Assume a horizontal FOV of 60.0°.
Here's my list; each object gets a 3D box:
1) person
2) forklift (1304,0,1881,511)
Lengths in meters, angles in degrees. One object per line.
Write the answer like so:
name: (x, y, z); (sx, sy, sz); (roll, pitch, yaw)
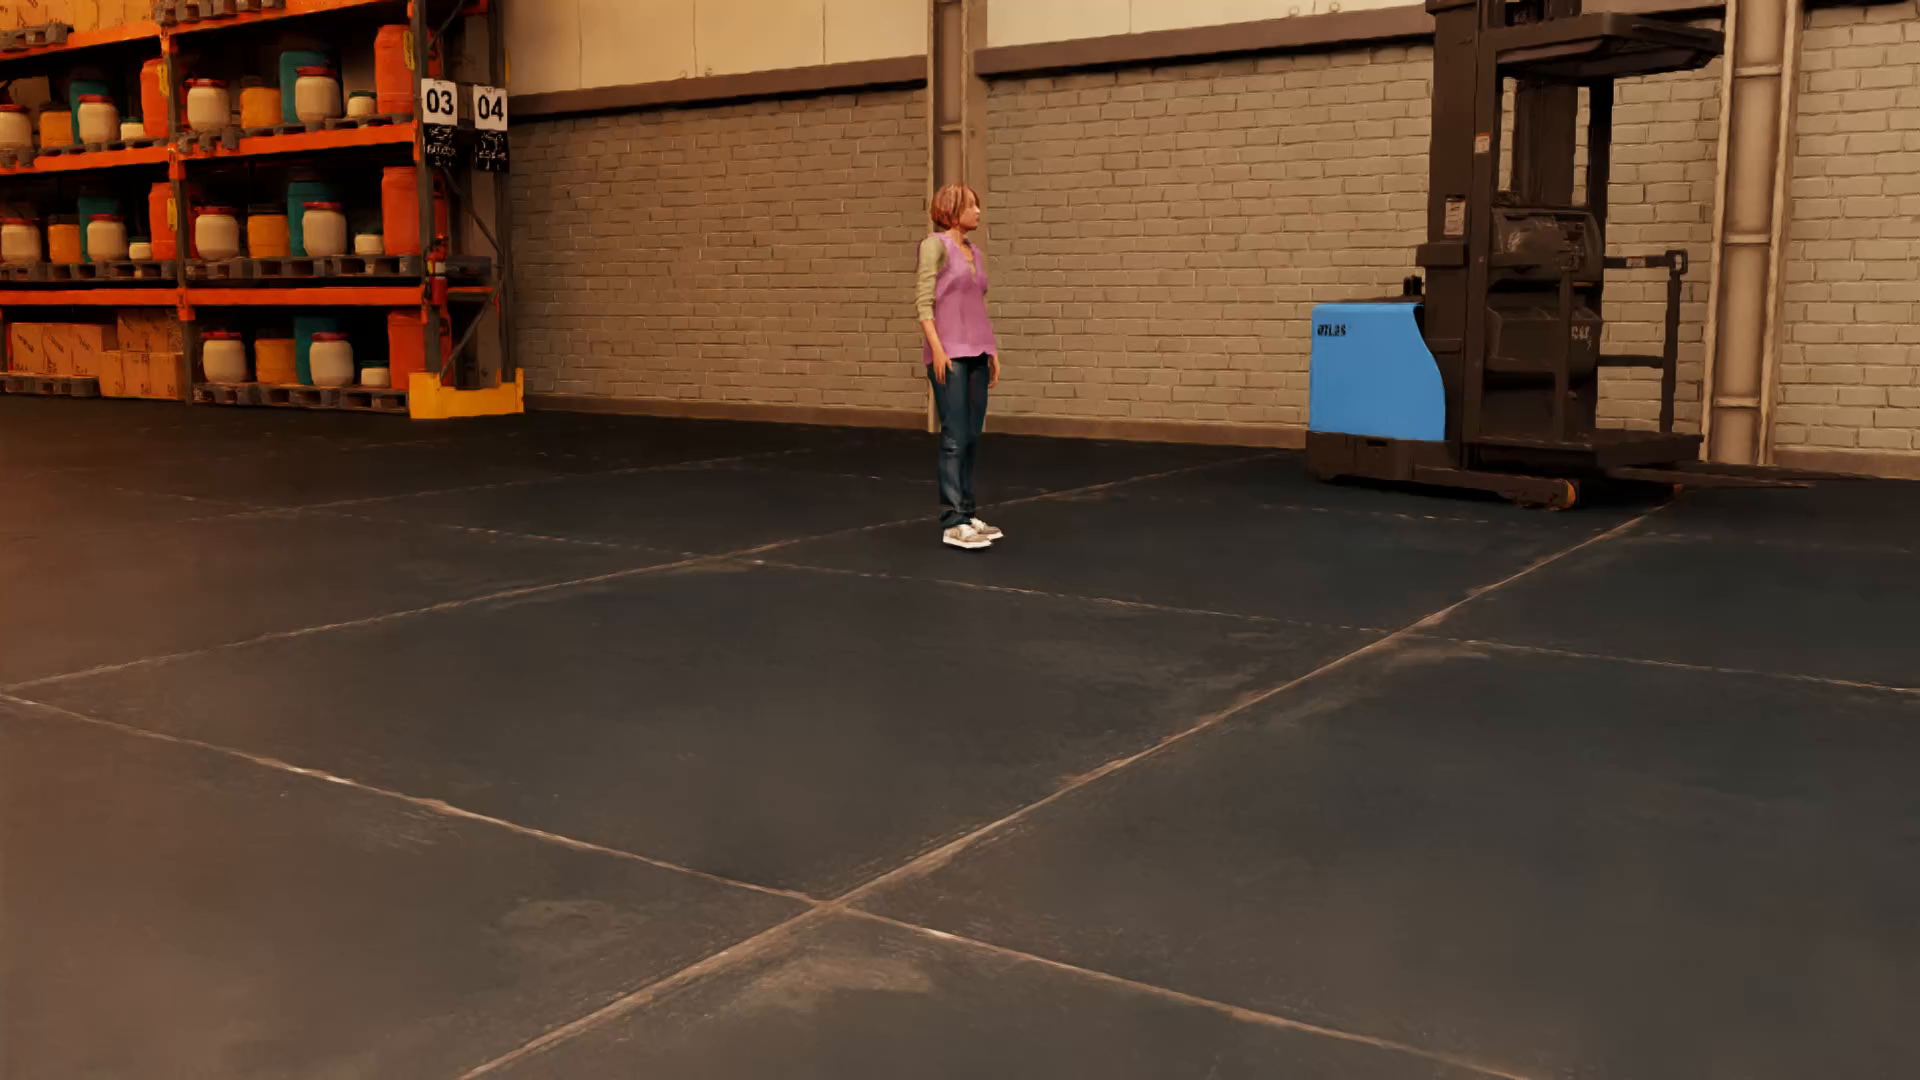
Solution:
person: (0.054, -0.790, 7.438); (0.474, 1.597, 0.520); (5, 10, 34)
forklift: (3.364, -1.680, 9.006); (1.130, 2.935, 3.031); (-6, 10, -36)
